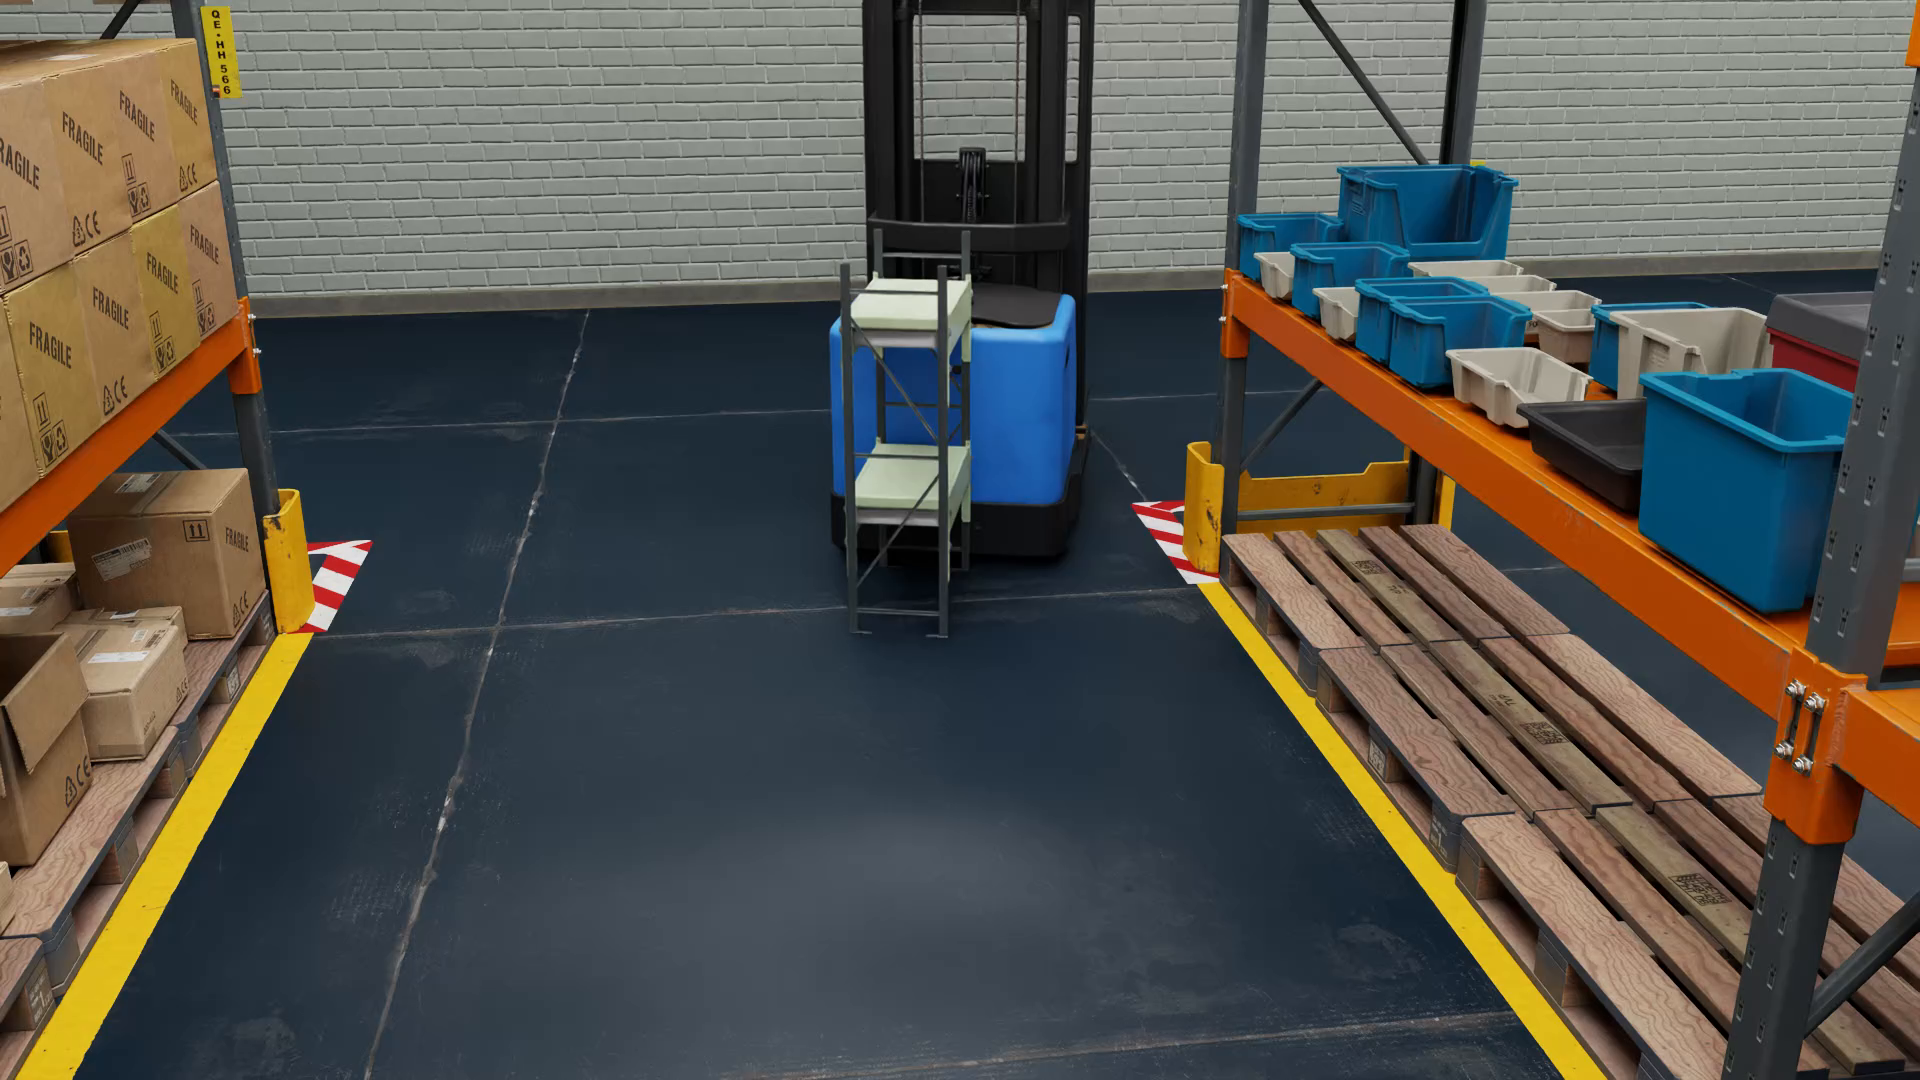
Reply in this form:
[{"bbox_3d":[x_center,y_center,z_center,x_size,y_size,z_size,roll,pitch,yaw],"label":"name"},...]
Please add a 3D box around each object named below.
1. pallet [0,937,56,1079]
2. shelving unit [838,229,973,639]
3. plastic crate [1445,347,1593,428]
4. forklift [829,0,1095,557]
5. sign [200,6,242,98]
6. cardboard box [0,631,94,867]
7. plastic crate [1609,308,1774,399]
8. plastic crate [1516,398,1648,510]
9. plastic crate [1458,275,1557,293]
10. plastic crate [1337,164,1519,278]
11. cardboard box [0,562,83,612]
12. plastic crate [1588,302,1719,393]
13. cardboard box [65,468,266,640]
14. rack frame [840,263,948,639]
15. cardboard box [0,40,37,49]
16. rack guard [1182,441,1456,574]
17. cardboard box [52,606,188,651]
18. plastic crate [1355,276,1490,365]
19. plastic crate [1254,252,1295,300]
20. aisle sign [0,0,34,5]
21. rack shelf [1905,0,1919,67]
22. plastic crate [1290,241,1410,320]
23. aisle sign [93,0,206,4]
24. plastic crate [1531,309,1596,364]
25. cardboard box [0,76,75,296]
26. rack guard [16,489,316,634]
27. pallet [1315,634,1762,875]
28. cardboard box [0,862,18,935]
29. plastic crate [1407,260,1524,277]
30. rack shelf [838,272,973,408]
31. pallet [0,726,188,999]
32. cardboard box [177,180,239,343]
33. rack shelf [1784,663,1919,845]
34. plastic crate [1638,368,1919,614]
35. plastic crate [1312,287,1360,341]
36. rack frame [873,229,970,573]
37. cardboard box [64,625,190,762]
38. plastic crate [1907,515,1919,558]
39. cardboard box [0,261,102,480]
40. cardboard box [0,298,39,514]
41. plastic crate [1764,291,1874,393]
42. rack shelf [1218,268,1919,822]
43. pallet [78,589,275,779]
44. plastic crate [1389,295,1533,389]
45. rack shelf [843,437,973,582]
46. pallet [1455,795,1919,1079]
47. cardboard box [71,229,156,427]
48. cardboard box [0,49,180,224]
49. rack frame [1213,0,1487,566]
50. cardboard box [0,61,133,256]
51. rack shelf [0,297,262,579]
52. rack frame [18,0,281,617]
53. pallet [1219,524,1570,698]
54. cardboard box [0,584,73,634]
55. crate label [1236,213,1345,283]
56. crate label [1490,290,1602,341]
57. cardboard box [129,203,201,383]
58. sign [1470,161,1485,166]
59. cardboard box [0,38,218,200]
[{"bbox_3d":[-2.799,1.366,3.757,1.003,0.211,1.213,-3,21,-8],"label":"pallet"},{"bbox_3d":[-0.202,-0.445,6.763,0.431,1.500,0.755,2,21,7],"label":"shelving unit"},{"bbox_3d":[1.652,-0.443,4.907,0.293,0.136,0.466,-3,21,-8],"label":"plastic crate"},{"bbox_3d":[0.116,-1.775,8.281,1.130,2.935,3.031,2,21,7],"label":"forklift"},{"bbox_3d":[-2.726,-1.799,6.139,0.100,0.325,0.005,-3,21,-8],"label":"sign"},{"bbox_3d":[-2.977,0.611,4.733,0.797,0.503,0.637,-3,21,-8],"label":"cardboard box"},{"bbox_3d":[2.163,-0.462,4.749,0.437,0.282,0.530,-3,21,-8],"label":"plastic crate"},{"bbox_3d":[1.774,-0.224,4.337,0.437,0.125,0.590,-3,21,-8],"label":"plastic crate"},{"bbox_3d":[1.948,-0.866,6.039,0.396,0.136,0.243,-3,21,-8],"label":"plastic crate"},{"bbox_3d":[1.857,-1.274,6.704,0.616,0.435,0.499,-3,21,-8],"label":"plastic crate"},{"bbox_3d":[-3.558,0.204,6.328,0.380,0.149,0.250,-3,21,-8],"label":"cardboard box"},{"bbox_3d":[2.174,-0.588,5.156,0.416,0.233,0.300,-3,21,-8],"label":"plastic crate"},{"bbox_3d":[-2.956,0.053,6.230,0.500,0.500,0.500,-3,21,-8],"label":"cardboard box"},{"bbox_3d":[-0.247,-0.317,6.423,0.400,1.500,0.023,2,21,7],"label":"rack frame"},{"bbox_3d":[-3.475,-1.436,5.701,0.500,0.500,0.500,-2,21,-6],"label":"cardboard box"},{"bbox_3d":[1.608,-0.173,7.464,1.175,0.500,0.348,-3,21,-8],"label":"rack guard"},{"bbox_3d":[-2.986,0.354,5.901,0.380,0.166,0.250,-3,21,-8],"label":"cardboard box"},{"bbox_3d":[1.524,-0.728,5.531,0.416,0.233,0.300,-3,21,-8],"label":"plastic crate"},{"bbox_3d":[1.298,-1.023,6.460,0.250,0.136,0.298,-3,21,-8],"label":"plastic crate"},{"bbox_3d":[-3.578,-2.314,5.909,0.394,0.787,0.004,-3,21,-8],"label":"aisle sign"},{"bbox_3d":[1.913,-1.712,4.753,1.077,0.370,4.000,-3,21,-8],"label":"rack shelf"},{"bbox_3d":[1.429,-0.956,6.141,0.416,0.233,0.300,-3,21,-8],"label":"plastic crate"},{"bbox_3d":[-2.985,-2.344,5.990,0.394,0.787,0.004,-3,21,-8],"label":"aisle sign"},{"bbox_3d":[2.074,-0.669,5.513,0.298,0.136,0.250,-3,21,-8],"label":"plastic crate"},{"bbox_3d":[-2.715,-0.930,4.348,0.500,0.500,0.500,-2,21,-6],"label":"cardboard box"},{"bbox_3d":[-3.267,0.110,6.707,1.175,0.500,0.348,-3,21,-8],"label":"rack guard"},{"bbox_3d":[1.877,0.679,5.596,1.003,0.211,1.213,-3,21,-8],"label":"pallet"},{"bbox_3d":[-2.682,0.963,4.270,0.380,0.166,0.250,-3,21,-8],"label":"cardboard box"},{"bbox_3d":[1.921,-0.967,6.310,0.396,0.136,0.243,-3,21,-8],"label":"plastic crate"},{"bbox_3d":[-0.202,-0.810,6.626,0.431,0.370,0.720,2,21,7],"label":"rack shelf"},{"bbox_3d":[-2.978,0.943,4.891,1.003,0.211,1.213,-3,21,-8],"label":"pallet"},{"bbox_3d":[-2.944,-0.993,5.945,0.500,0.500,0.500,-2,21,-6],"label":"cardboard box"},{"bbox_3d":[2.489,1.078,1.570,1.077,0.370,4.000,-3,21,-8],"label":"rack shelf"},{"bbox_3d":[1.796,-0.116,3.677,0.392,0.384,0.575,-3,21,-8],"label":"plastic crate"},{"bbox_3d":[1.396,-0.788,5.831,0.250,0.136,0.298,-3,21,-8],"label":"plastic crate"},{"bbox_3d":[-0.157,-0.572,7.103,0.400,1.500,0.023,2,21,7],"label":"rack frame"},{"bbox_3d":[-2.849,0.501,5.389,0.500,0.250,0.500,-3,21,-8],"label":"cardboard box"},{"bbox_3d":[2.275,-0.024,3.784,0.396,0.136,0.243,-3,21,-8],"label":"plastic crate"},{"bbox_3d":[-2.727,-0.466,4.534,0.500,0.500,0.500,-3,21,-9],"label":"cardboard box"},{"bbox_3d":[-2.652,-0.290,4.063,0.500,0.500,0.500,-3,21,-8],"label":"cardboard box"},{"bbox_3d":[2.320,-0.331,4.138,0.402,0.464,0.583,-3,21,-8],"label":"plastic crate"},{"bbox_3d":[1.913,-0.306,5.278,1.077,0.370,4.000,-3,21,-8],"label":"rack shelf"},{"bbox_3d":[-3.151,0.521,6.019,1.003,0.211,1.213,-3,21,-8],"label":"pallet"},{"bbox_3d":[1.567,-0.624,5.253,0.416,0.233,0.300,-3,21,-8],"label":"plastic crate"},{"bbox_3d":[-0.202,-0.139,6.877,0.431,0.370,0.720,2,21,7],"label":"rack shelf"},{"bbox_3d":[2.056,1.103,4.462,1.003,0.211,1.213,-3,21,-8],"label":"pallet"},{"bbox_3d":[-2.799,-0.640,5.001,0.500,0.500,0.500,-3,21,-7],"label":"cardboard box"},{"bbox_3d":[-2.868,-1.288,5.304,0.500,0.500,0.500,-2,21,-6],"label":"cardboard box"},{"bbox_3d":[1.624,-1.336,7.006,1.000,3.000,0.127,-3,21,-8],"label":"rack frame"},{"bbox_3d":[-2.789,-1.108,4.824,0.500,0.500,0.500,-2,21,-6],"label":"cardboard box"},{"bbox_3d":[-2.990,-0.058,4.612,1.077,0.370,4.000,-3,21,-8],"label":"rack shelf"},{"bbox_3d":[-3.278,-1.087,6.340,1.000,3.000,0.127,-3,21,-8],"label":"rack frame"},{"bbox_3d":[1.705,0.258,6.724,1.003,0.211,1.213,-3,21,-8],"label":"pallet"},{"bbox_3d":[-3.408,0.370,5.739,0.500,0.250,0.500,-3,21,-8],"label":"cardboard box"},{"bbox_3d":[1.334,-1.184,6.751,0.416,0.233,0.303,-3,21,-8],"label":"crate label"},{"bbox_3d":[2.013,-0.771,5.785,0.396,0.136,0.243,-3,21,-8],"label":"crate label"},{"bbox_3d":[-2.866,-0.813,5.464,0.500,0.500,0.500,-3,21,-7],"label":"cardboard box"},{"bbox_3d":[2.166,-1.446,7.067,0.100,0.325,0.005,-3,21,-8],"label":"sign"},{"bbox_3d":[-2.942,-1.462,5.773,0.500,0.500,0.500,-3,21,-8],"label":"cardboard box"}]
